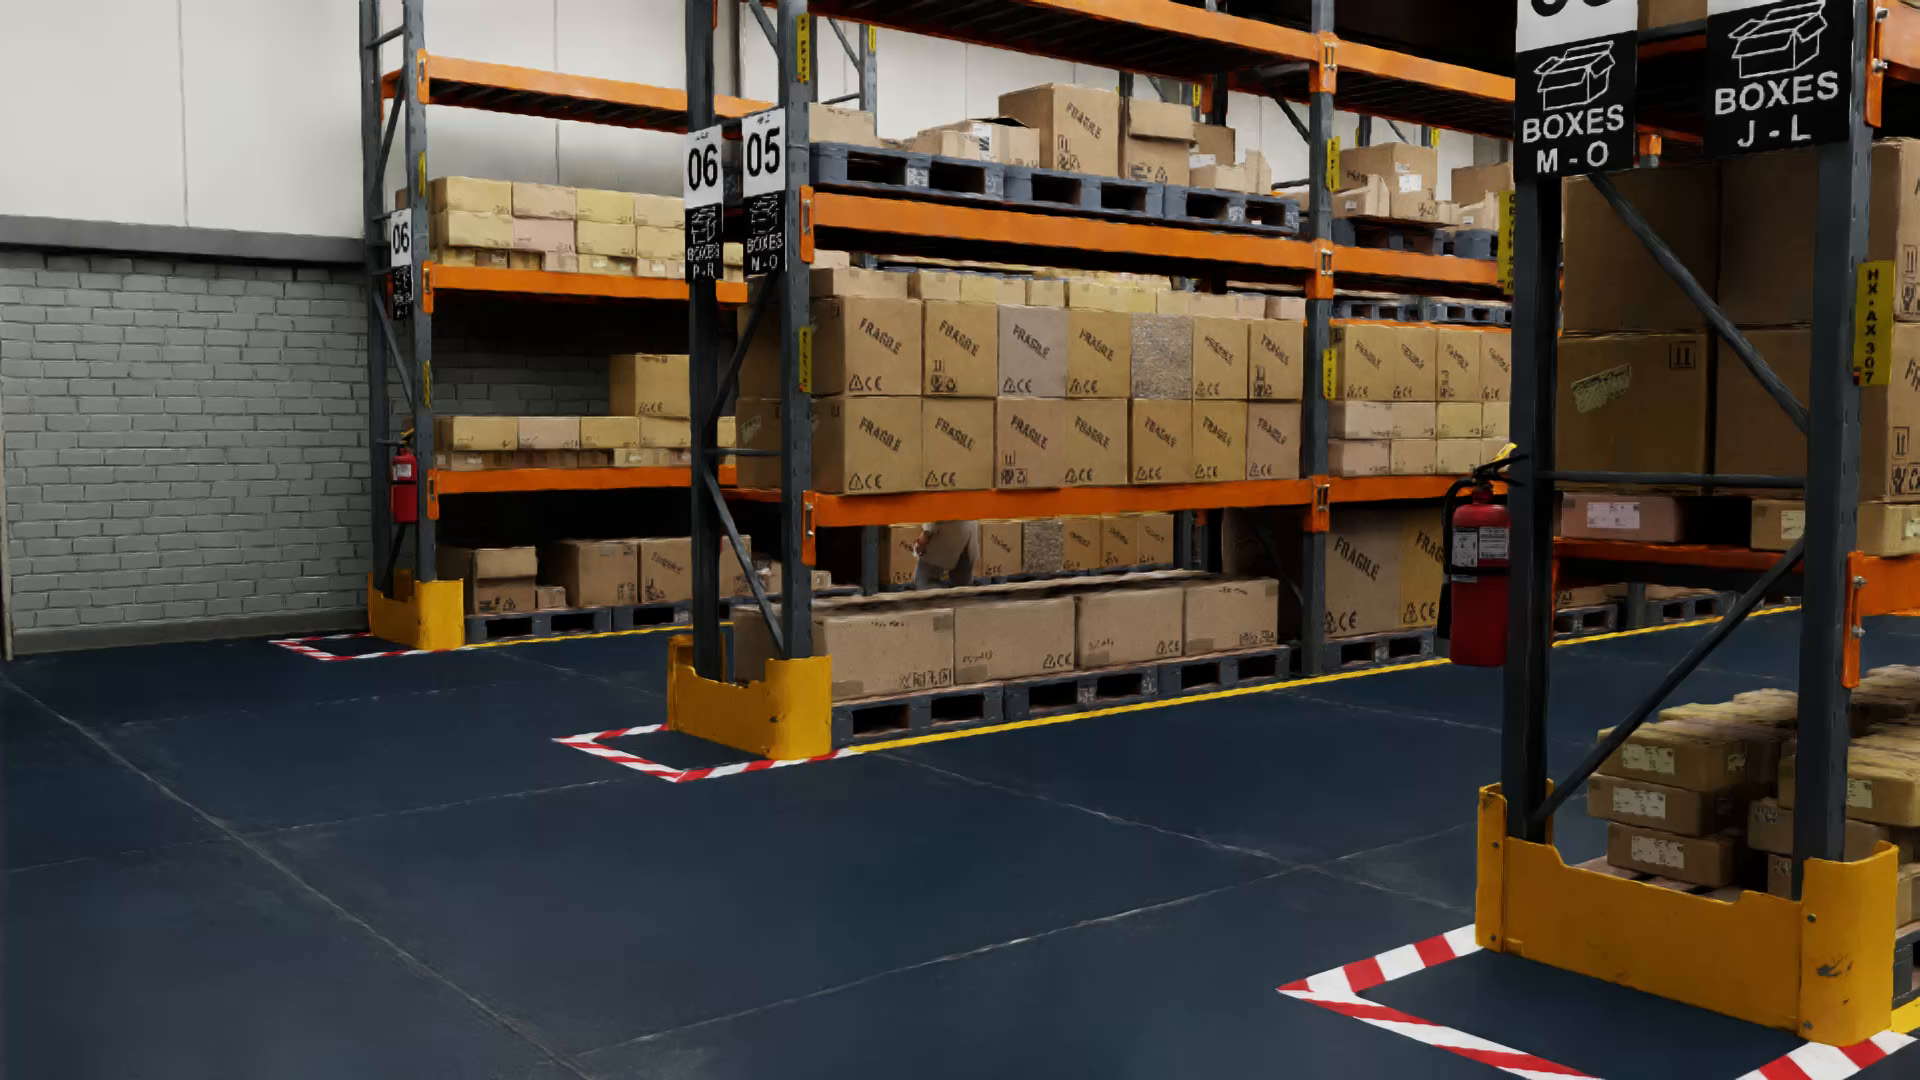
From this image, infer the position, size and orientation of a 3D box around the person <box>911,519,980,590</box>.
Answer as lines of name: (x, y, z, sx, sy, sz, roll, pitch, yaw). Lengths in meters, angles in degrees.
person: (-0.029, 0.033, 11.623, 0.565, 1.575, 0.653, 2, 5, 26)
